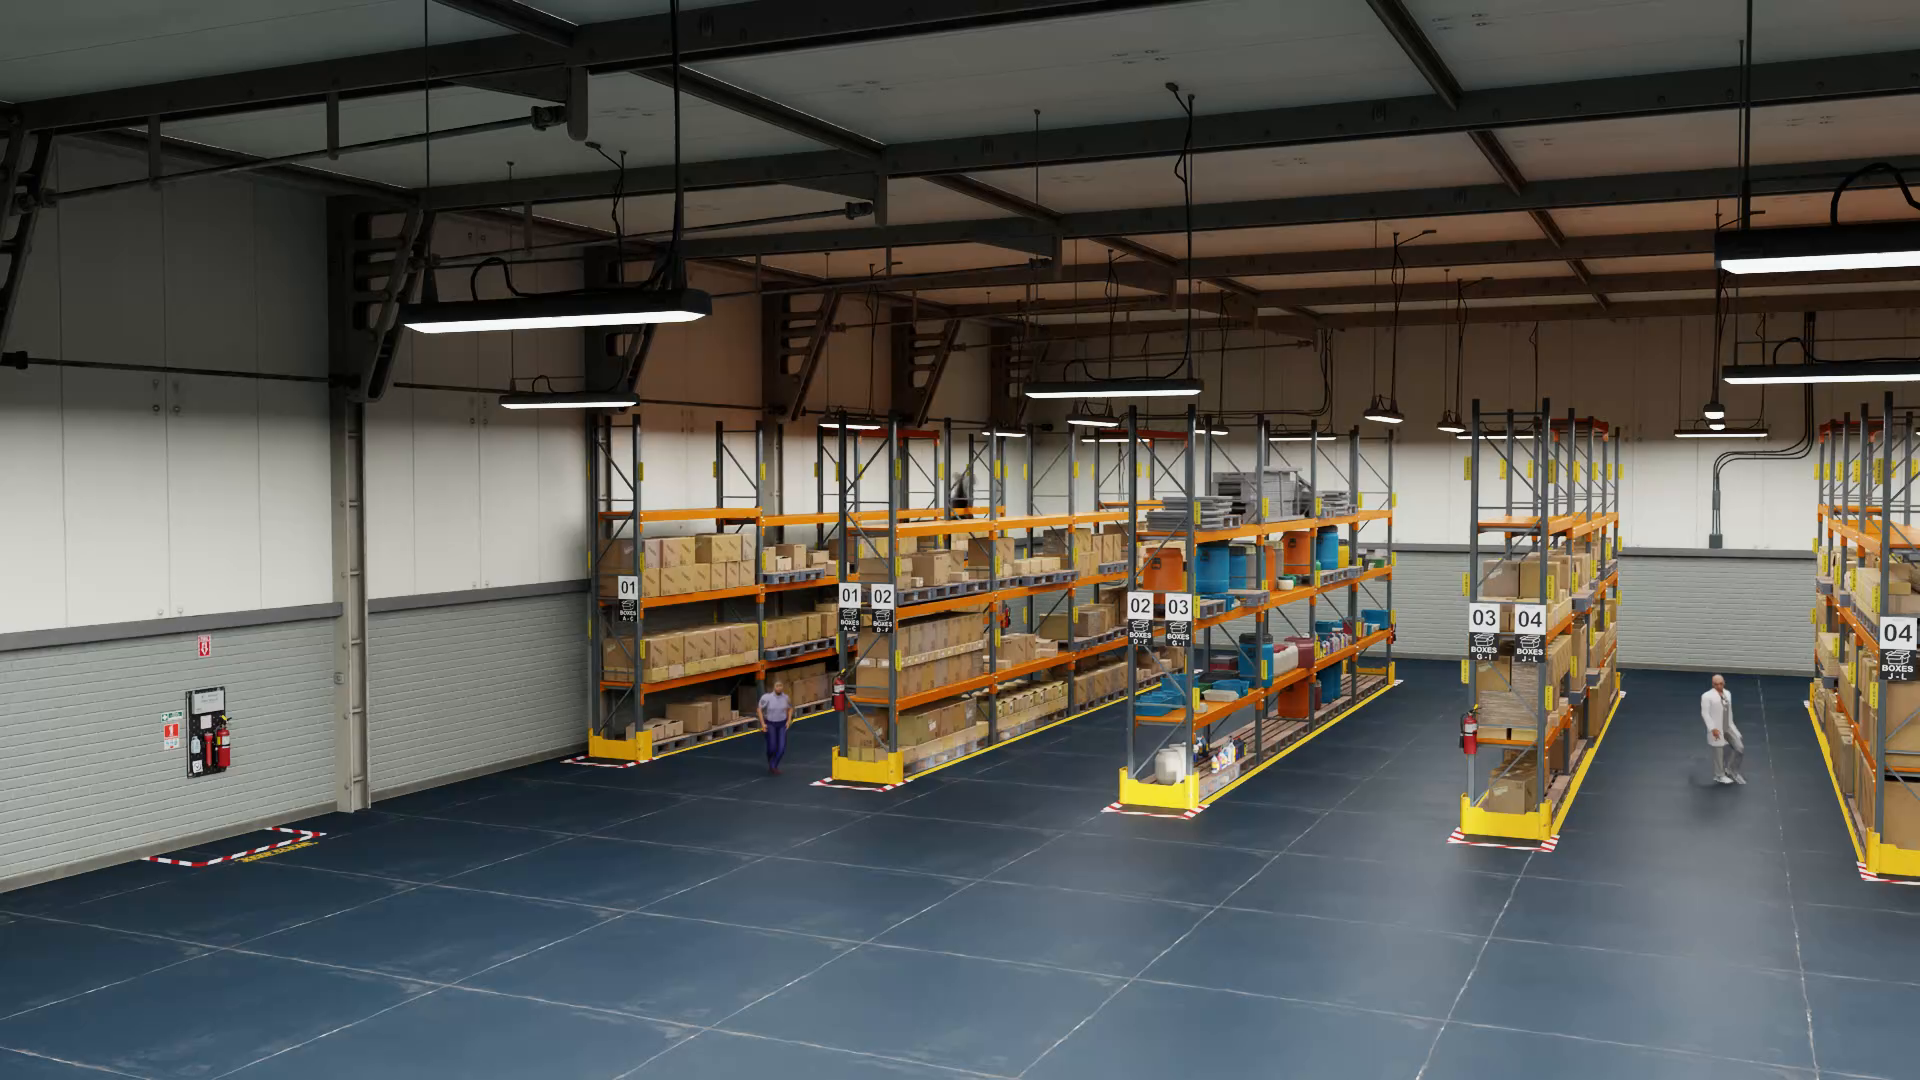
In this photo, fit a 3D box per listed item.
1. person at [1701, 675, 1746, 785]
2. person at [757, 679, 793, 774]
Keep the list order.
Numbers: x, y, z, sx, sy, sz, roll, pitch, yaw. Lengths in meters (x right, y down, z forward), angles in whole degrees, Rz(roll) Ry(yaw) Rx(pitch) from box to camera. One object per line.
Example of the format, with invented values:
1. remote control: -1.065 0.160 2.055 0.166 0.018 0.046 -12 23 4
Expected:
1. person: 12.183 3.026 26.572 0.736 1.764 0.554 0 2 -5
2. person: -3.067 3.126 27.550 0.601 1.499 0.538 -1 3 -22
